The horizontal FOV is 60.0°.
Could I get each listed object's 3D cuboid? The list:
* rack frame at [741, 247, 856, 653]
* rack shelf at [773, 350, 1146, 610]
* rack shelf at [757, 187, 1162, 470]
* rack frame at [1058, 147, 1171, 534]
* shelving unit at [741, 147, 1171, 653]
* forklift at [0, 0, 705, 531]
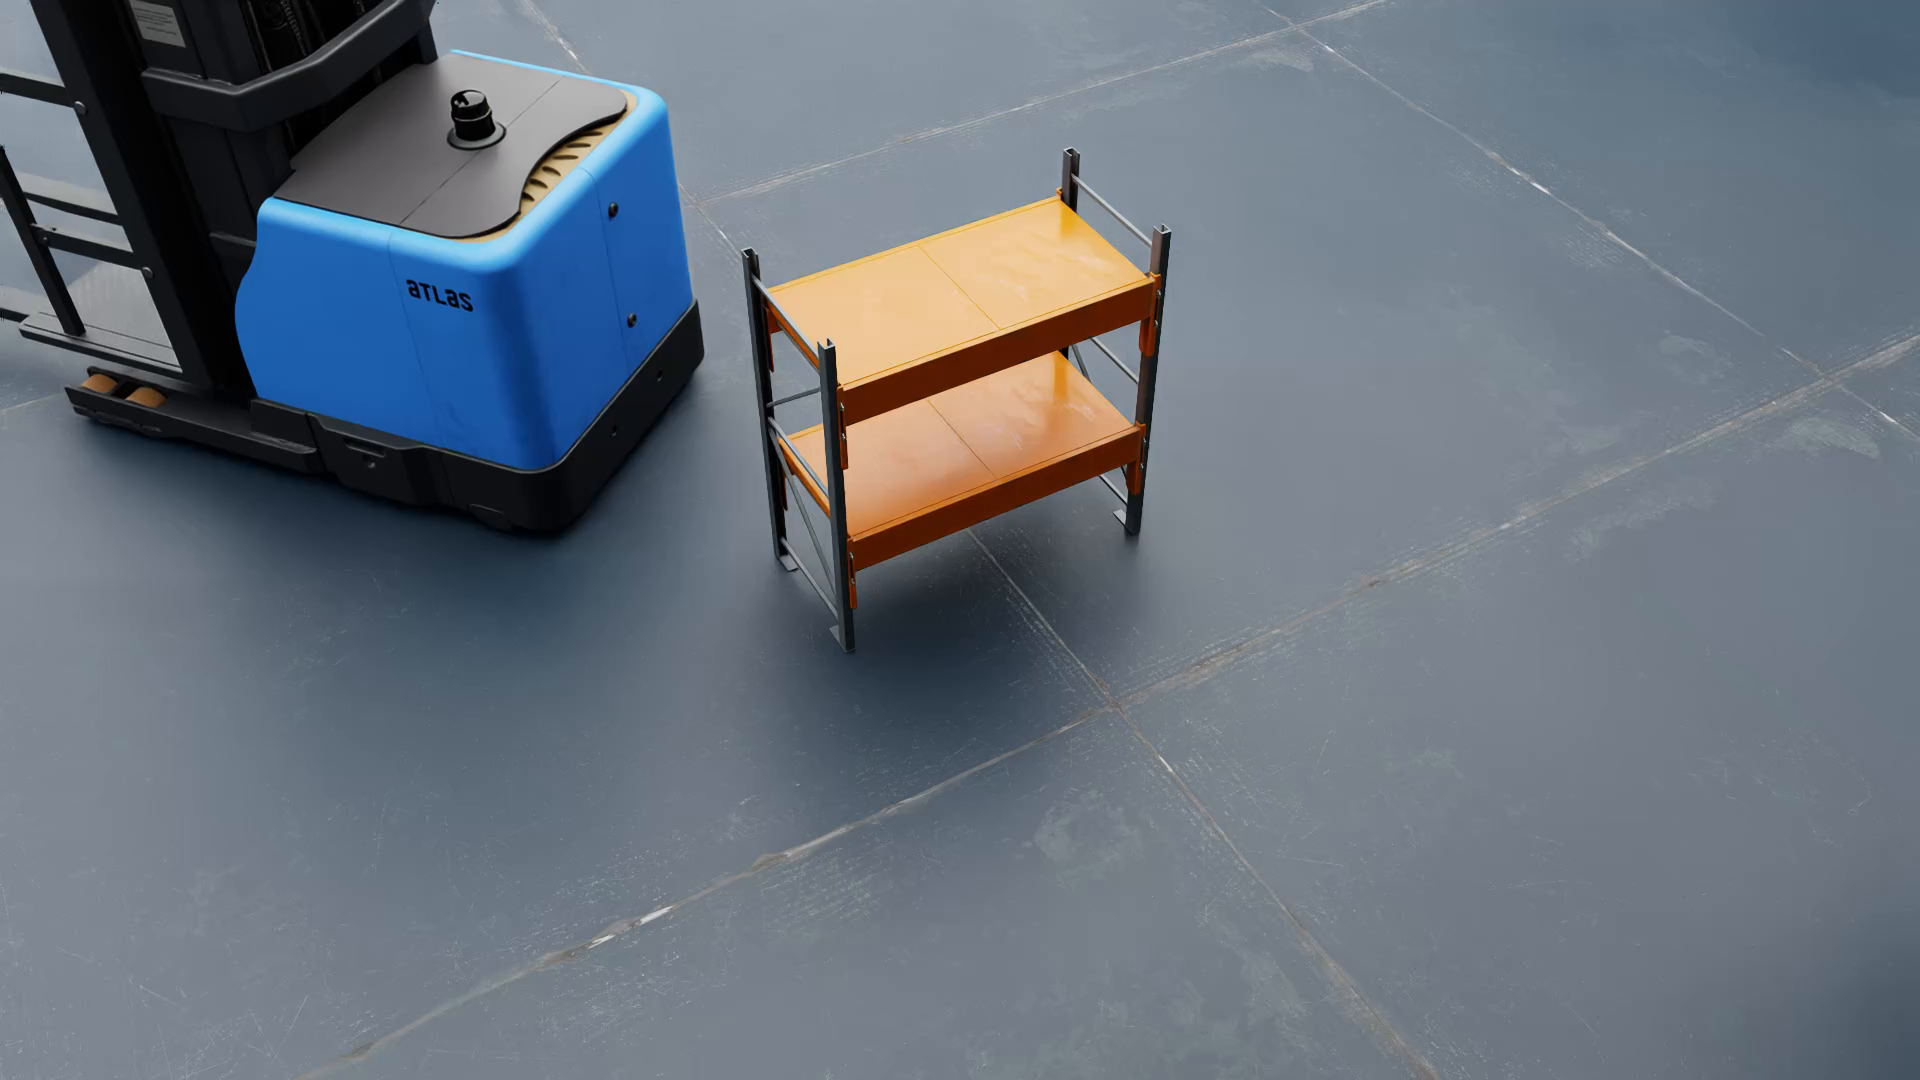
[{"bbox_3d":[-0.447,-0.225,4.674,0.032,1.125,0.500,-22,48,-21],"label":"rack frame"},{"bbox_3d":[-0.006,-0.226,5.026,1.000,0.278,0.538,-22,48,-21],"label":"rack shelf"},{"bbox_3d":[-0.006,-0.611,4.652,1.000,0.278,0.538,-22,48,-21],"label":"rack shelf"},{"bbox_3d":[0.435,-0.578,5.038,0.032,1.125,0.500,-22,48,-21],"label":"rack frame"},{"bbox_3d":[-0.006,-0.401,4.856,1.048,1.125,0.538,-22,48,-21],"label":"shelving unit"},{"bbox_3d":[-2.463,-1.727,4.925,3.031,2.935,1.130,15,46,15],"label":"forklift"}]
